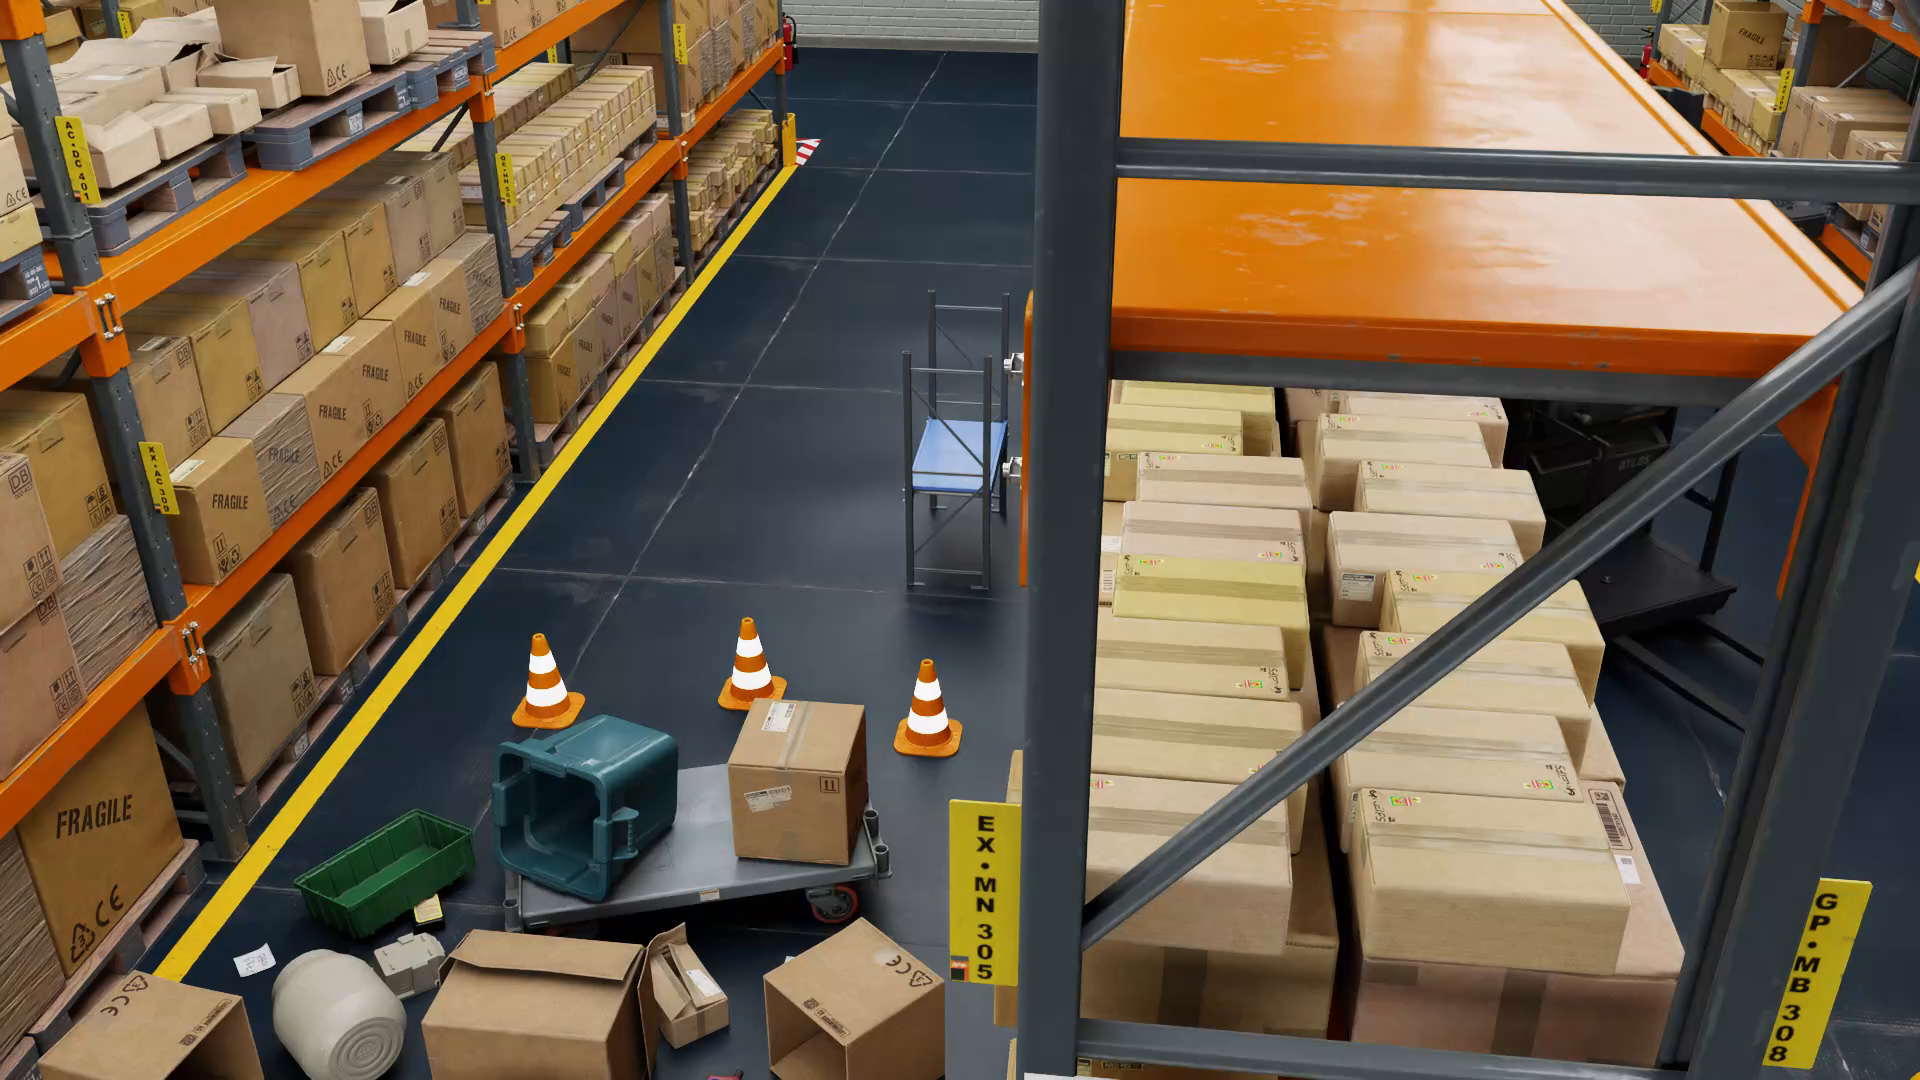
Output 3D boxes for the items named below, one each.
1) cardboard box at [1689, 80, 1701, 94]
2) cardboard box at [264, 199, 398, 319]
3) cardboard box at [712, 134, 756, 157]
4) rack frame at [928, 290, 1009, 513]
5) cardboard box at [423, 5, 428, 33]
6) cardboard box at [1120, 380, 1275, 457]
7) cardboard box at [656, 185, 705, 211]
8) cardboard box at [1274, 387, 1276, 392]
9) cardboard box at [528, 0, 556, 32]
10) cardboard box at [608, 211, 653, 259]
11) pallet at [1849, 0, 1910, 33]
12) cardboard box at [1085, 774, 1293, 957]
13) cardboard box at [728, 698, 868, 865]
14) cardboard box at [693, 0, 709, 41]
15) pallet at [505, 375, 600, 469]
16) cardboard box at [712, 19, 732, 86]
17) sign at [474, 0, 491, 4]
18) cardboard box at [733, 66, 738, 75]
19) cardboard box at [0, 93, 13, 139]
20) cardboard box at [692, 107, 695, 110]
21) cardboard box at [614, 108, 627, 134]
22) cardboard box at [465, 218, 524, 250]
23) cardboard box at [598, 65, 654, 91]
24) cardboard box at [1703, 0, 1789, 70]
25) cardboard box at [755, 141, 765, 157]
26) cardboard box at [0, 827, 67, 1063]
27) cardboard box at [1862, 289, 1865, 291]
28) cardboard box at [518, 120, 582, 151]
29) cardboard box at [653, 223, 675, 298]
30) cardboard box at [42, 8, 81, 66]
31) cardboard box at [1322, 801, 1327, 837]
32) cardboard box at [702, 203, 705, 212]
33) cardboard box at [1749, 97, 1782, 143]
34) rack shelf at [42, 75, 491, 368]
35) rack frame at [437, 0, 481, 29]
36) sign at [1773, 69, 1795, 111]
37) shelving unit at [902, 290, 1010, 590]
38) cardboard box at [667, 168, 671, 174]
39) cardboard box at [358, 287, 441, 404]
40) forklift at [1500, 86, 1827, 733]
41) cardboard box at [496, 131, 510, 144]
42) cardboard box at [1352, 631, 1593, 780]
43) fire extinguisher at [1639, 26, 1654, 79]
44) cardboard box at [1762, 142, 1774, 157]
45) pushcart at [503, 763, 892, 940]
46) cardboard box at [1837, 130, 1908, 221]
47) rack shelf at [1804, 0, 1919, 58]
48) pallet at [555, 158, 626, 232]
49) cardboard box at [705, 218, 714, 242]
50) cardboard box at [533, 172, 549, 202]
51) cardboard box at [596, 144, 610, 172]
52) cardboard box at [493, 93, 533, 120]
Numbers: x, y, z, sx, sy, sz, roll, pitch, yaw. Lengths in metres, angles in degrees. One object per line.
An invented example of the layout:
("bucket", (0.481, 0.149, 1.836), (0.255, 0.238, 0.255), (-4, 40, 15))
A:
("cardboard box", (6.951, -4.137, 15.324), (0.380, 0.149, 0.250), (3, 28, 5))
("cardboard box", (-3.547, -1.545, 9.087), (0.700, 0.500, 0.500), (3, 28, 5))
("cardboard box", (-2.260, -3.953, 16.652), (0.380, 0.149, 0.250), (4, 29, 8))
("rack frame", (0.052, -0.859, 10.556), (0.500, 1.500, 0.032), (3, 28, 6))
("cardboard box", (-3.216, -2.903, 9.304), (0.380, 0.166, 0.250), (3, 28, 6))
("cardboard box", (0.603, -0.323, 4.241), (0.380, 0.149, 0.250), (4, 29, 7))
("cardboard box", (-2.531, -3.102, 15.073), (0.380, 0.149, 0.250), (5, 29, 9))
("cardboard box", (1.226, -0.552, 5.087), (0.500, 0.250, 0.500), (3, 28, 5))
("cardboard box", (-2.973, -3.605, 10.803), (0.500, 0.500, 0.500), (3, 28, 6))
("cardboard box", (-2.788, -2.442, 13.315), (0.500, 0.250, 0.500), (5, 29, 9))
("pallet", (6.707, -3.554, 11.011), (1.213, 0.211, 1.003), (3, 28, 6))
("cardboard box", (0.332, 0.517, 2.681), (0.380, 0.149, 0.250), (4, 29, 7))
("cardboard box", (-0.696, 1.050, 7.268), (0.500, 0.500, 0.500), (3, 28, 6))
("cardboard box", (-2.526, -4.692, 14.616), (0.500, 0.500, 0.500), (3, 28, 5))
("pallet", (-3.264, -0.891, 11.974), (1.003, 0.211, 1.213), (3, 28, 6))
("cardboard box", (-2.409, -4.496, 15.305), (0.500, 0.500, 0.500), (3, 28, 5))
("sign", (-2.811, -3.298, 9.710), (0.100, 0.325, 0.005), (3, 28, 6))
("cardboard box", (-2.386, -4.635, 16.248), (0.380, 0.149, 0.250), (2, 28, 4))
("cardboard box", (-3.580, -1.467, 5.817), (0.380, 0.149, 0.250), (3, 28, 6))
("cardboard box", (-2.554, -3.764, 14.630), (0.380, 0.149, 0.250), (4, 29, 8))
("cardboard box", (-2.817, -3.271, 12.959), (0.380, 0.149, 0.250), (2, 28, 5))
("cardboard box", (-3.106, -2.024, 10.959), (0.380, 0.149, 0.250), (3, 28, 5))
("cardboard box", (-2.727, -3.770, 13.572), (0.380, 0.149, 0.250), (5, 29, 9))
("cardboard box", (6.964, -4.481, 14.751), (0.500, 0.500, 0.500), (4, 29, 7))
("cardboard box", (-2.224, -4.068, 17.180), (0.380, 0.149, 0.250), (2, 28, 4))
("cardboard box", (-4.104, 1.599, 6.209), (0.875, 0.875, 0.875), (4, 29, 7))
("cardboard box", (6.575, -1.706, 12.054), (0.380, 0.149, 0.250), (4, 29, 8))
("cardboard box", (-2.953, -2.912, 11.980), (0.380, 0.149, 0.250), (4, 29, 8))
("cardboard box", (-2.712, -2.355, 13.944), (0.500, 0.500, 0.500), (3, 28, 5))
("cardboard box", (-7.851, -4.154, 13.928), (0.797, 0.503, 0.637), (3, 28, 5))
("cardboard box", (0.962, 0.538, 3.483), (0.380, 0.149, 0.250), (3, 28, 6))
("cardboard box", (-2.573, -3.088, 15.361), (0.380, 0.149, 0.250), (3, 28, 6))
("cardboard box", (6.801, -3.426, 13.583), (0.500, 0.250, 0.500), (4, 29, 7))
("rack shelf", (-3.606, -1.814, 8.342), (1.077, 0.370, 4.000), (3, 28, 6))
("rack frame", (-3.361, -4.392, 9.207), (1.000, 3.000, 0.127), (3, 28, 6))
("sign", (6.441, -3.516, 12.994), (0.100, 0.325, 0.005), (3, 28, 6))
("shelving unit", (-0.010, -0.620, 10.112), (0.538, 1.500, 1.048), (3, 28, 6))
("cardboard box", (-2.999, -3.627, 16.047), (0.380, 0.149, 0.250), (2, 28, 4))
("cardboard box", (-3.274, -1.098, 9.311), (0.500, 0.500, 0.500), (3, 28, 5))
("forklift", (3.678, -0.821, 8.976), (1.130, 2.935, 3.031), (-12, 30, -21))
("cardboard box", (-3.565, -2.944, 12.353), (0.380, 0.149, 0.250), (3, 28, 5))
("cardboard box", (0.937, 0.305, 3.076), (0.380, 0.149, 0.250), (3, 28, 6))
("fire extinguisher", (7.030, -4.888, 16.927), (0.296, 0.674, 0.183), (3, 28, 6))
("cardboard box", (6.769, -3.161, 13.513), (0.380, 0.149, 0.250), (4, 29, 7))
("pushcart", (-1.195, 1.417, 7.514), (1.648, 0.377, 0.936), (-6, 29, -11))
("cardboard box", (6.540, -2.508, 11.487), (0.700, 0.500, 0.500), (3, 28, 6))
("rack shelf", (6.736, -3.170, 10.859), (1.077, 0.370, 4.000), (3, 28, 6))
("pallet", (-3.159, -2.601, 12.409), (1.003, 0.211, 1.213), (3, 28, 6))
("cardboard box", (-2.475, -2.842, 15.217), (0.380, 0.149, 0.250), (4, 29, 8))
("cardboard box", (-3.042, -2.426, 11.391), (0.380, 0.149, 0.250), (2, 28, 5))
("cardboard box", (-2.880, -2.896, 12.578), (0.380, 0.149, 0.250), (5, 29, 8))
("cardboard box", (-3.502, -3.322, 12.740), (0.380, 0.149, 0.250), (3, 28, 6))
